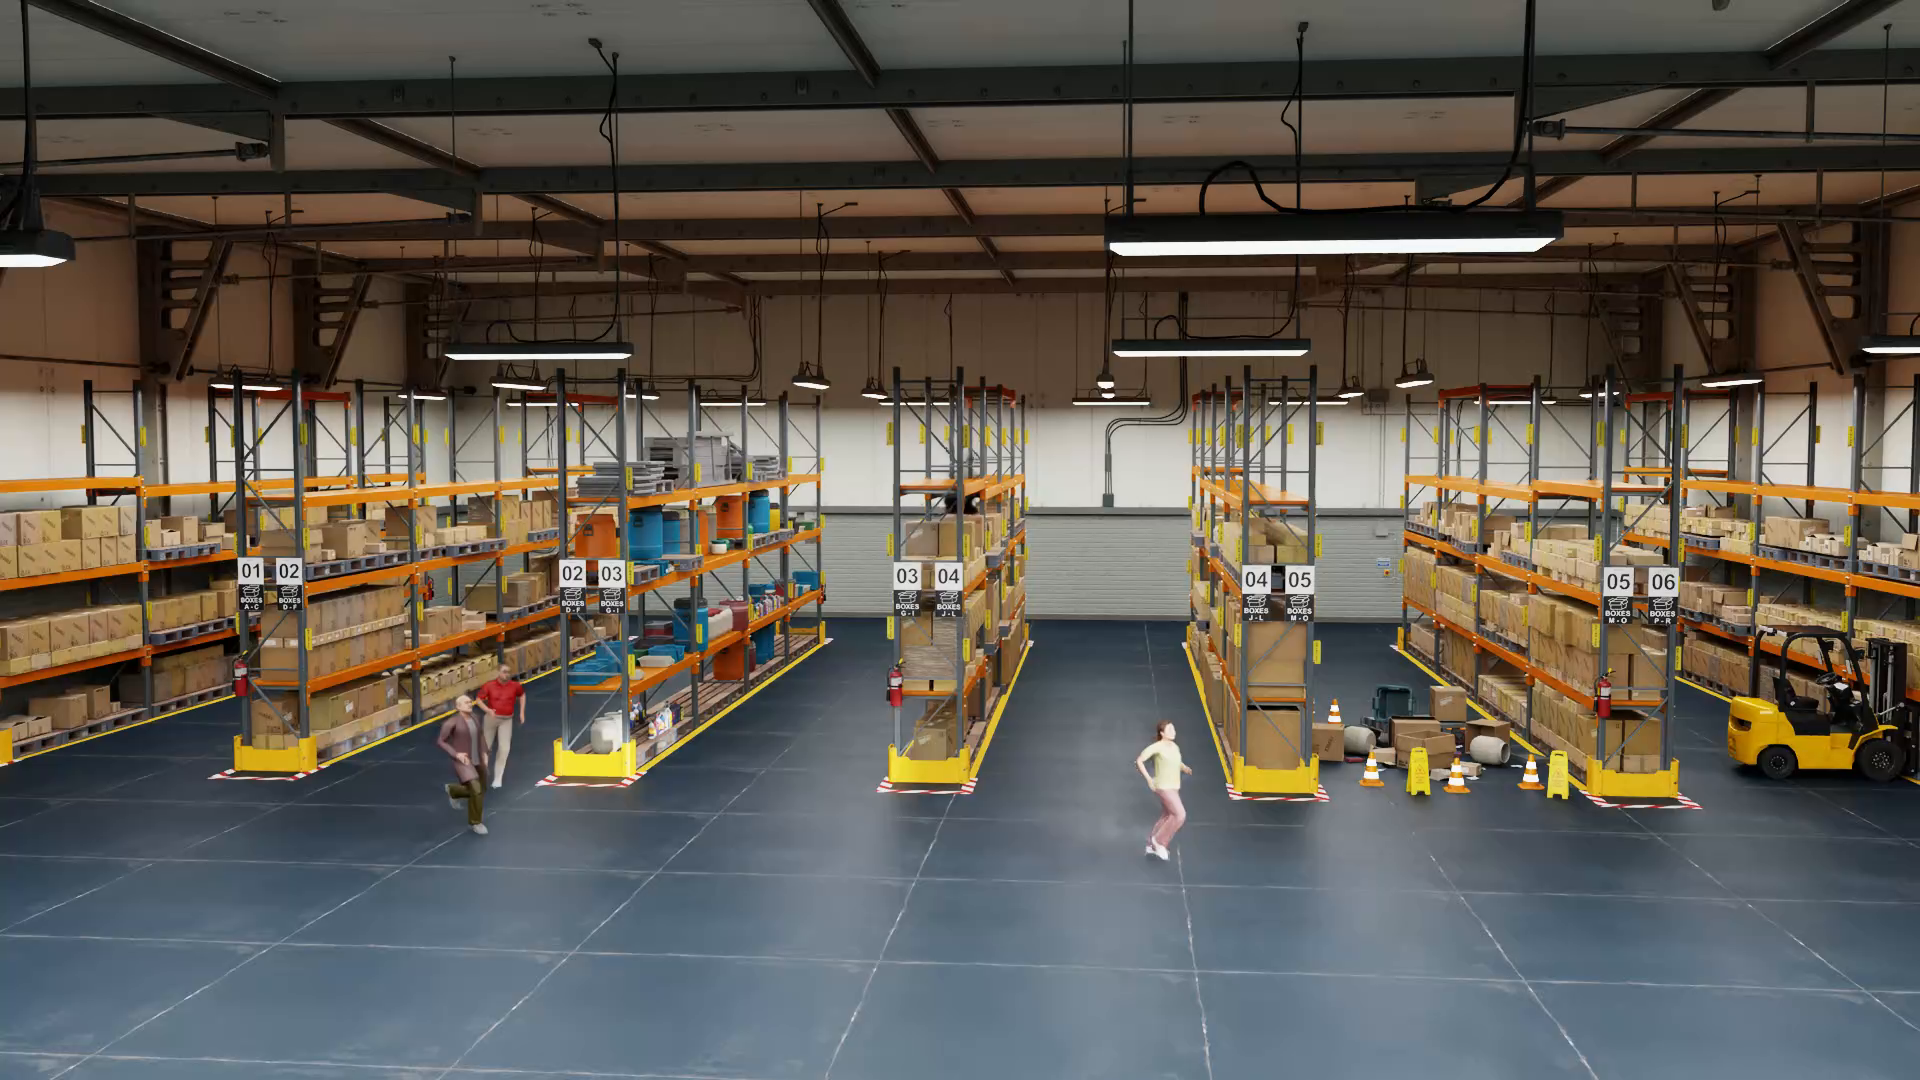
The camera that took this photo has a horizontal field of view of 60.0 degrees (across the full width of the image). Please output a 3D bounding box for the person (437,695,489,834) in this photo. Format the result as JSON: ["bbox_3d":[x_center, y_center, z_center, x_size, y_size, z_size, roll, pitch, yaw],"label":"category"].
[{"bbox_3d":[-6.316,2.840,21.180,0.820,1.734,0.722,2,4,27],"label":"person"}]

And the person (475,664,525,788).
[{"bbox_3d":[-6.638,2.671,24.021,0.747,1.782,0.693,-1,4,-22],"label":"person"}]

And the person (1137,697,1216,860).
[{"bbox_3d":[3.599,2.585,25.619,6.675,1.666,11.169,3,5,40],"label":"person"}]
